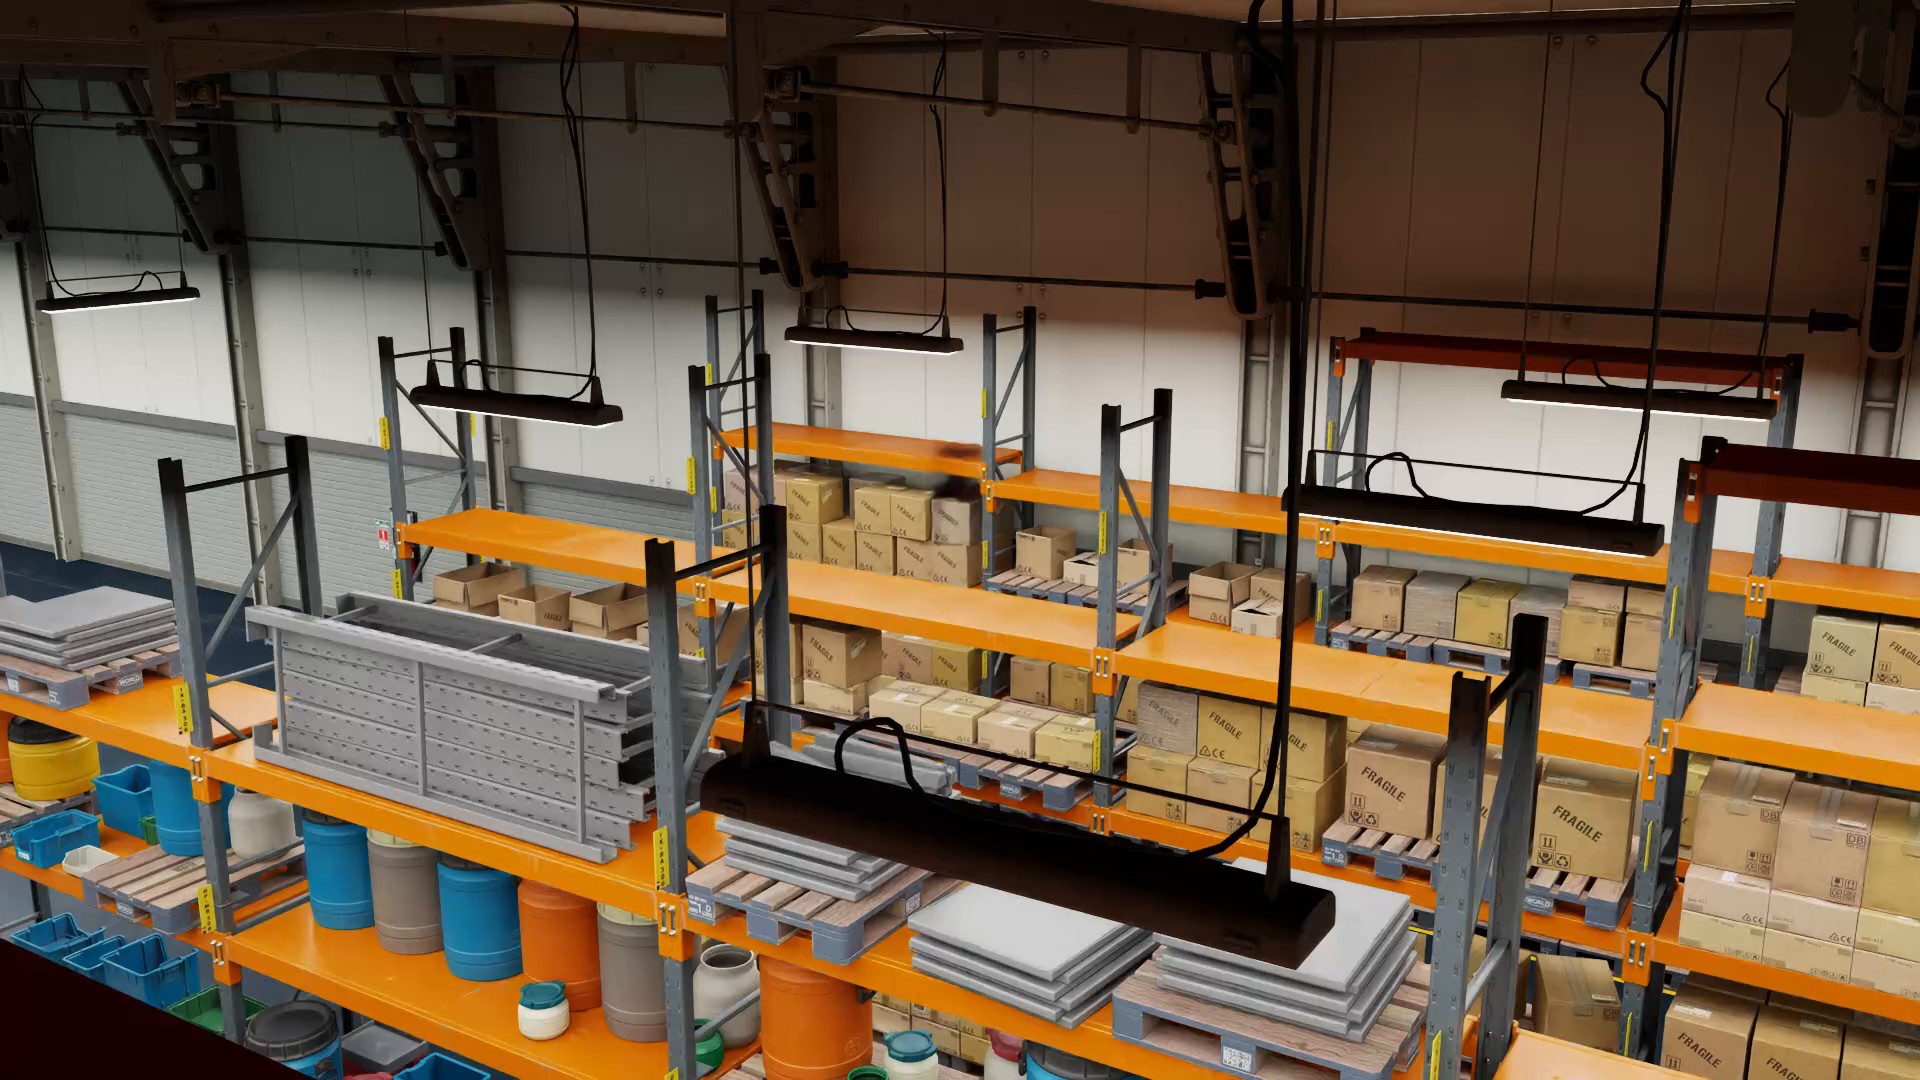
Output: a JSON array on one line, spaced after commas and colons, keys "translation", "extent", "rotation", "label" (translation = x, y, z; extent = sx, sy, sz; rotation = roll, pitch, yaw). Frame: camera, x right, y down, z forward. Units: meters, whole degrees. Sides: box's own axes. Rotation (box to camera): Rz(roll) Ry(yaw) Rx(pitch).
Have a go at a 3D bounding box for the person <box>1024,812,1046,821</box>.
[{"translation": [0.745, 3.293, 16.485], "extent": [0.454, 1.654, 0.363], "rotation": [9, 17, 33], "label": "person"}]
